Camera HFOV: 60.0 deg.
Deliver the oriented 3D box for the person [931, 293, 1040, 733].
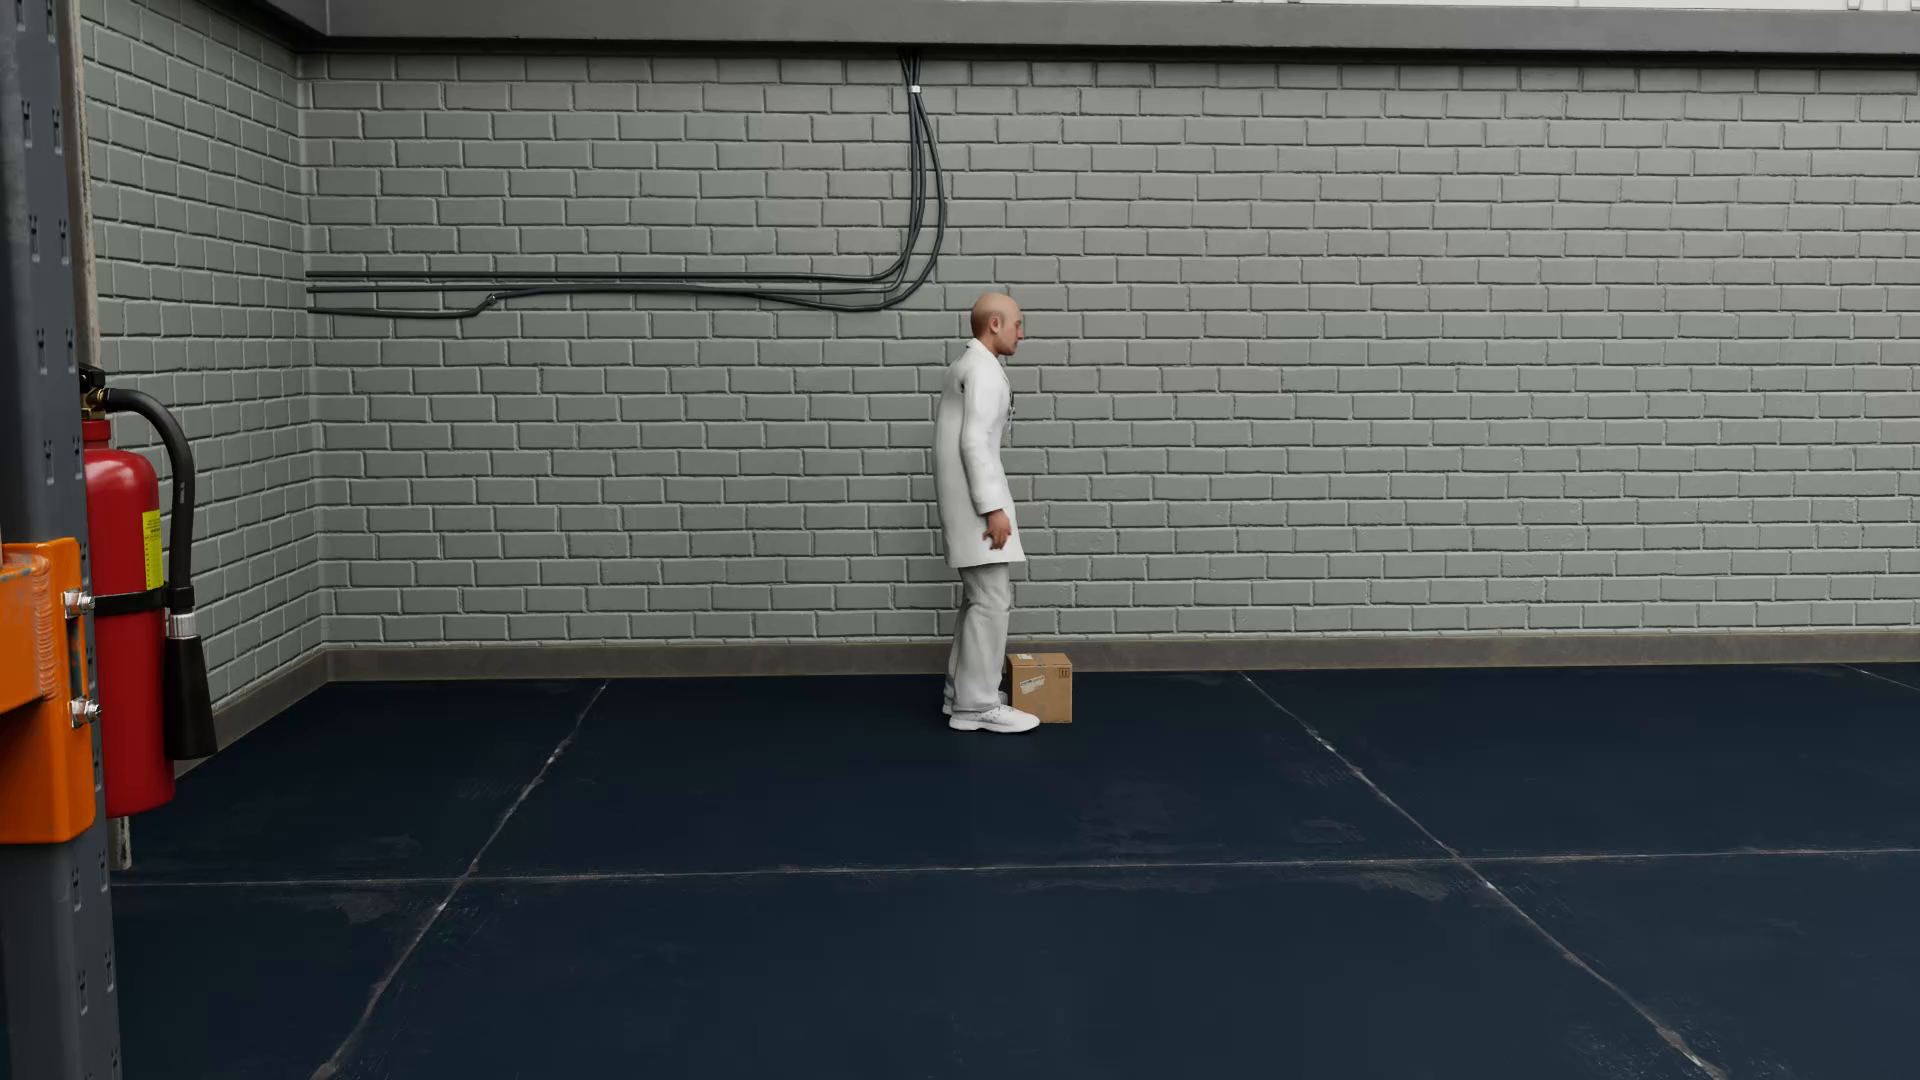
[{"bbox_3d":[0.094,-0.127,6.884,0.421,1.774,0.647,-1,7,-4],"label":"person"}]
